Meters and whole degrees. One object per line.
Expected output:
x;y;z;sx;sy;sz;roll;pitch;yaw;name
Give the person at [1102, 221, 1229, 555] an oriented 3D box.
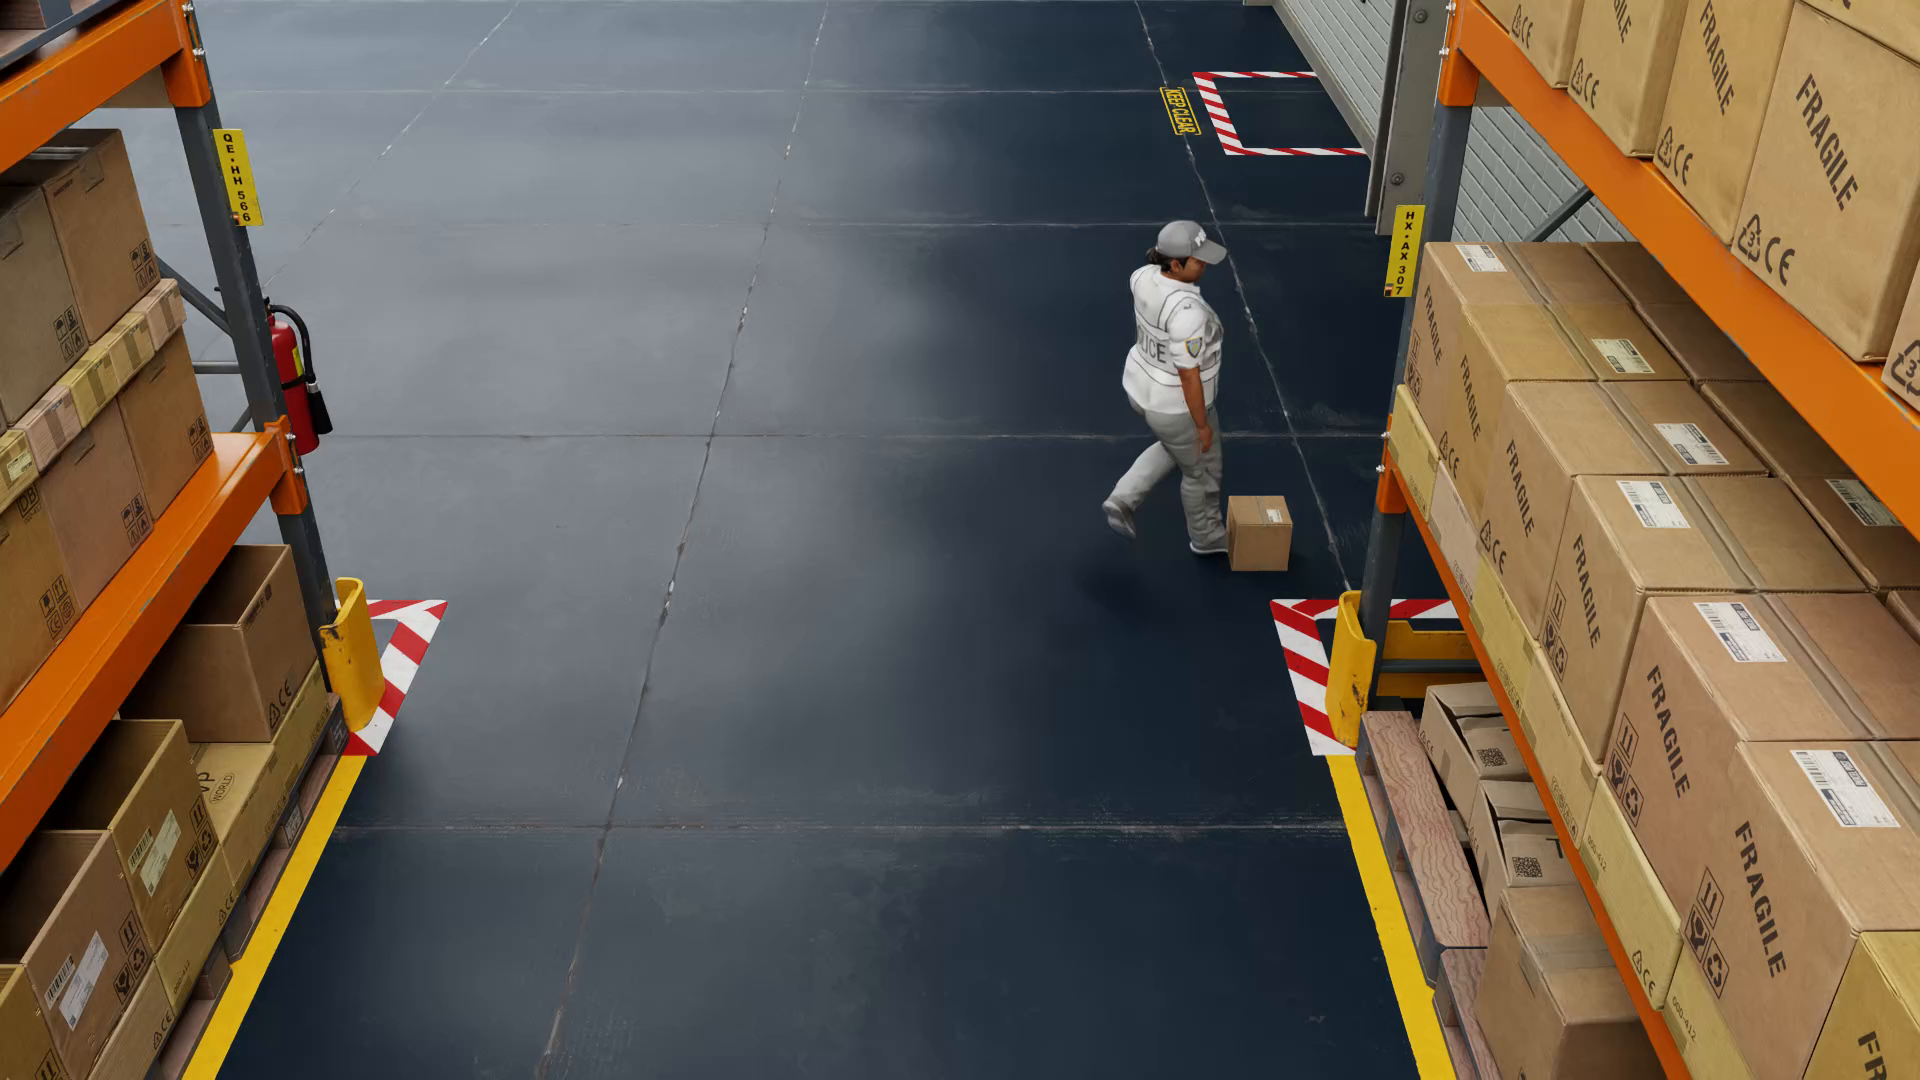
0.994;-0.632;7.157;0.720;1.638;0.551;-11;33;-18;person
